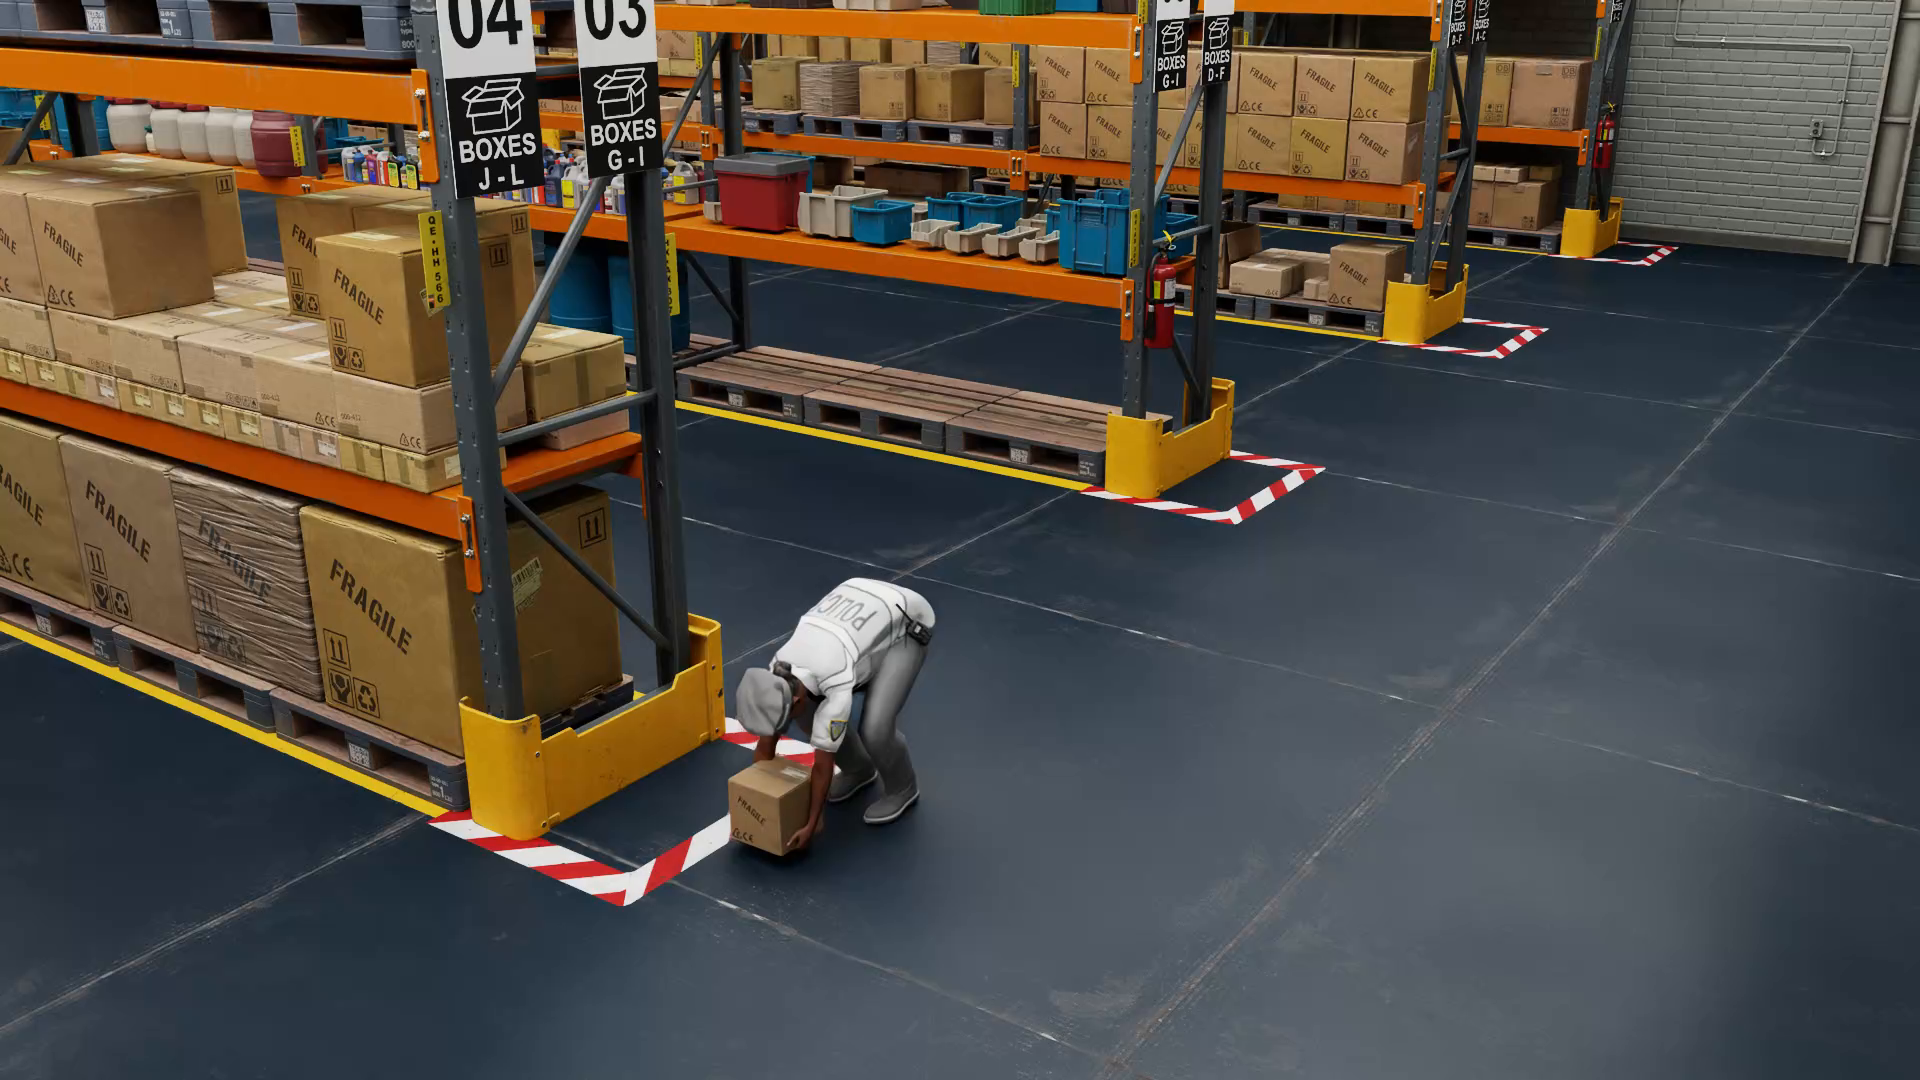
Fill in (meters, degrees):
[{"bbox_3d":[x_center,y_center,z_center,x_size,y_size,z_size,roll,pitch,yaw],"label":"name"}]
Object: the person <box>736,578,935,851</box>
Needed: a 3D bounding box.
[{"bbox_3d":[-0.467,0.660,6.364,0.465,0.907,0.904,15,25,36],"label":"person"}]
